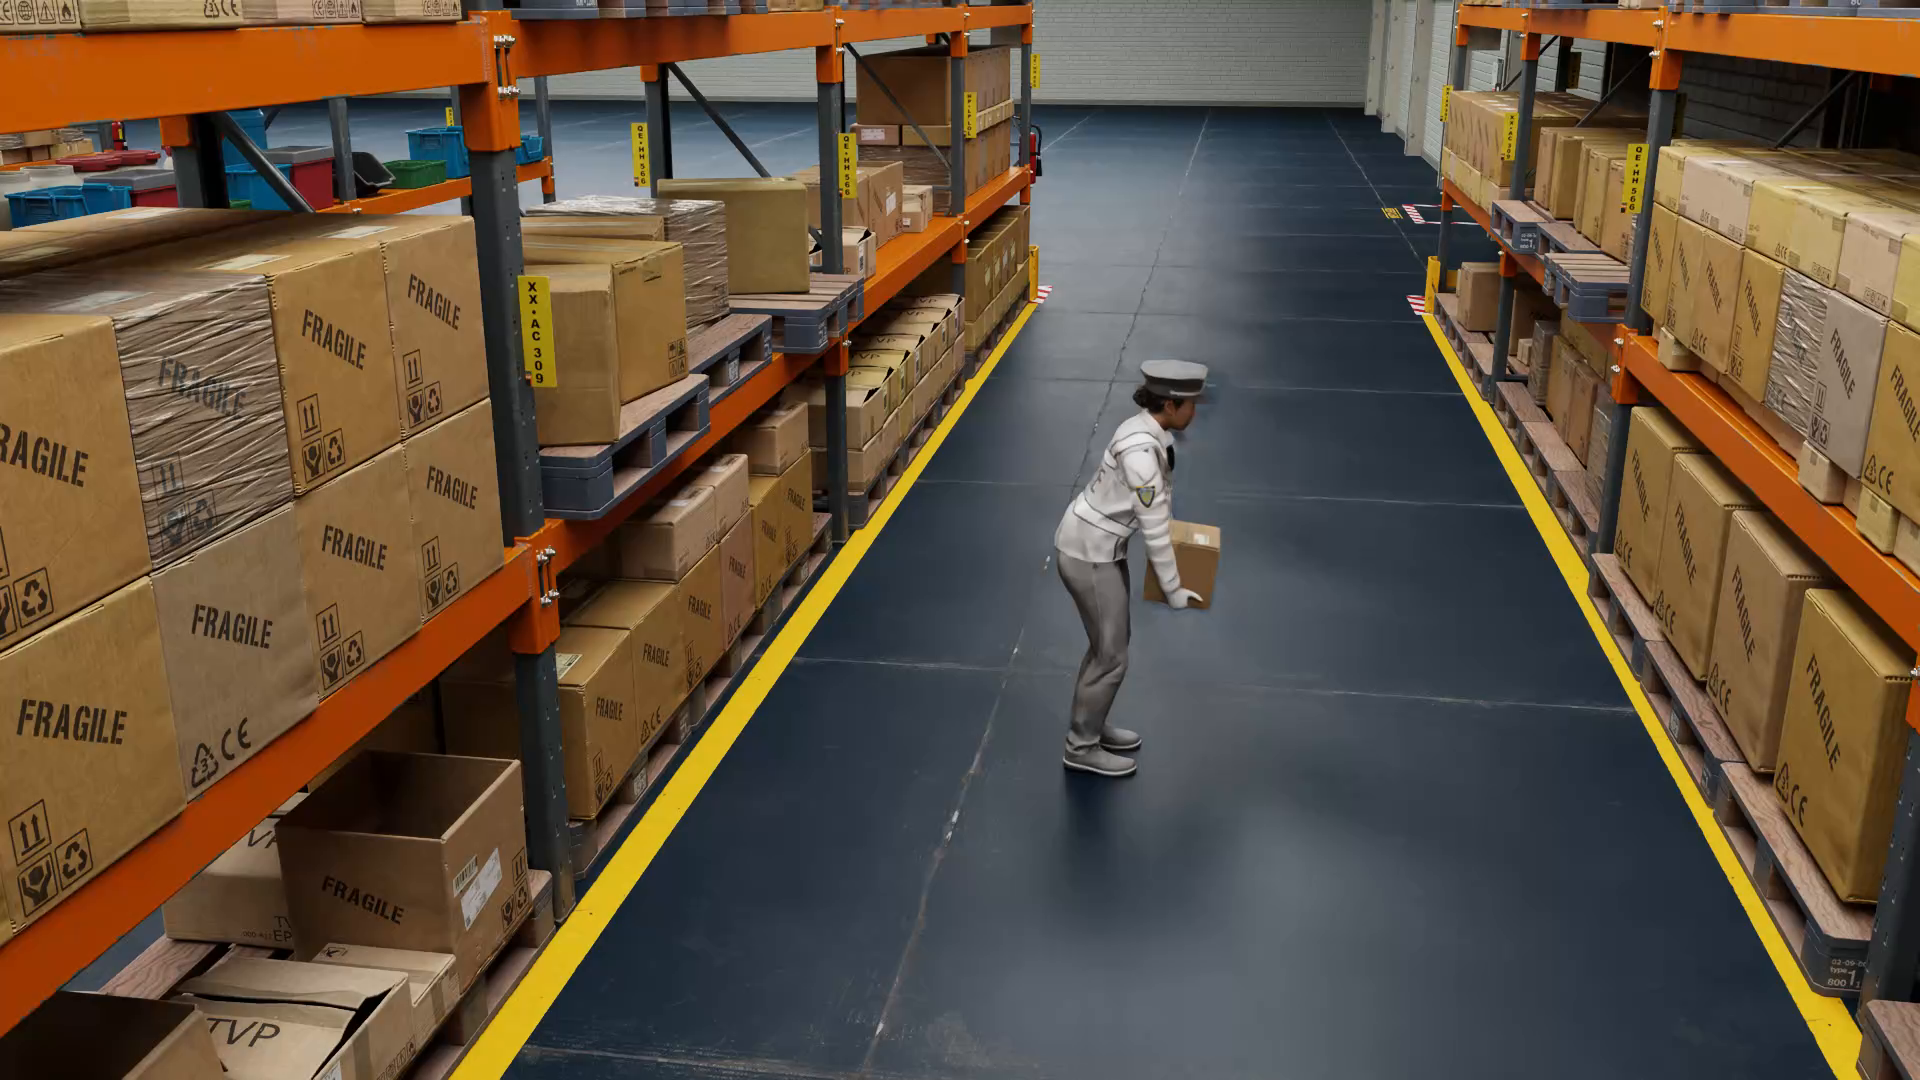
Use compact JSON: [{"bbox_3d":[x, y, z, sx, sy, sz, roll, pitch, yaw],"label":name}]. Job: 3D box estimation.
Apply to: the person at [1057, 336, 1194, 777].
[{"bbox_3d":[0.631,0.060,6.338,0.523,1.690,0.416,3,18,8],"label":"person"}]
